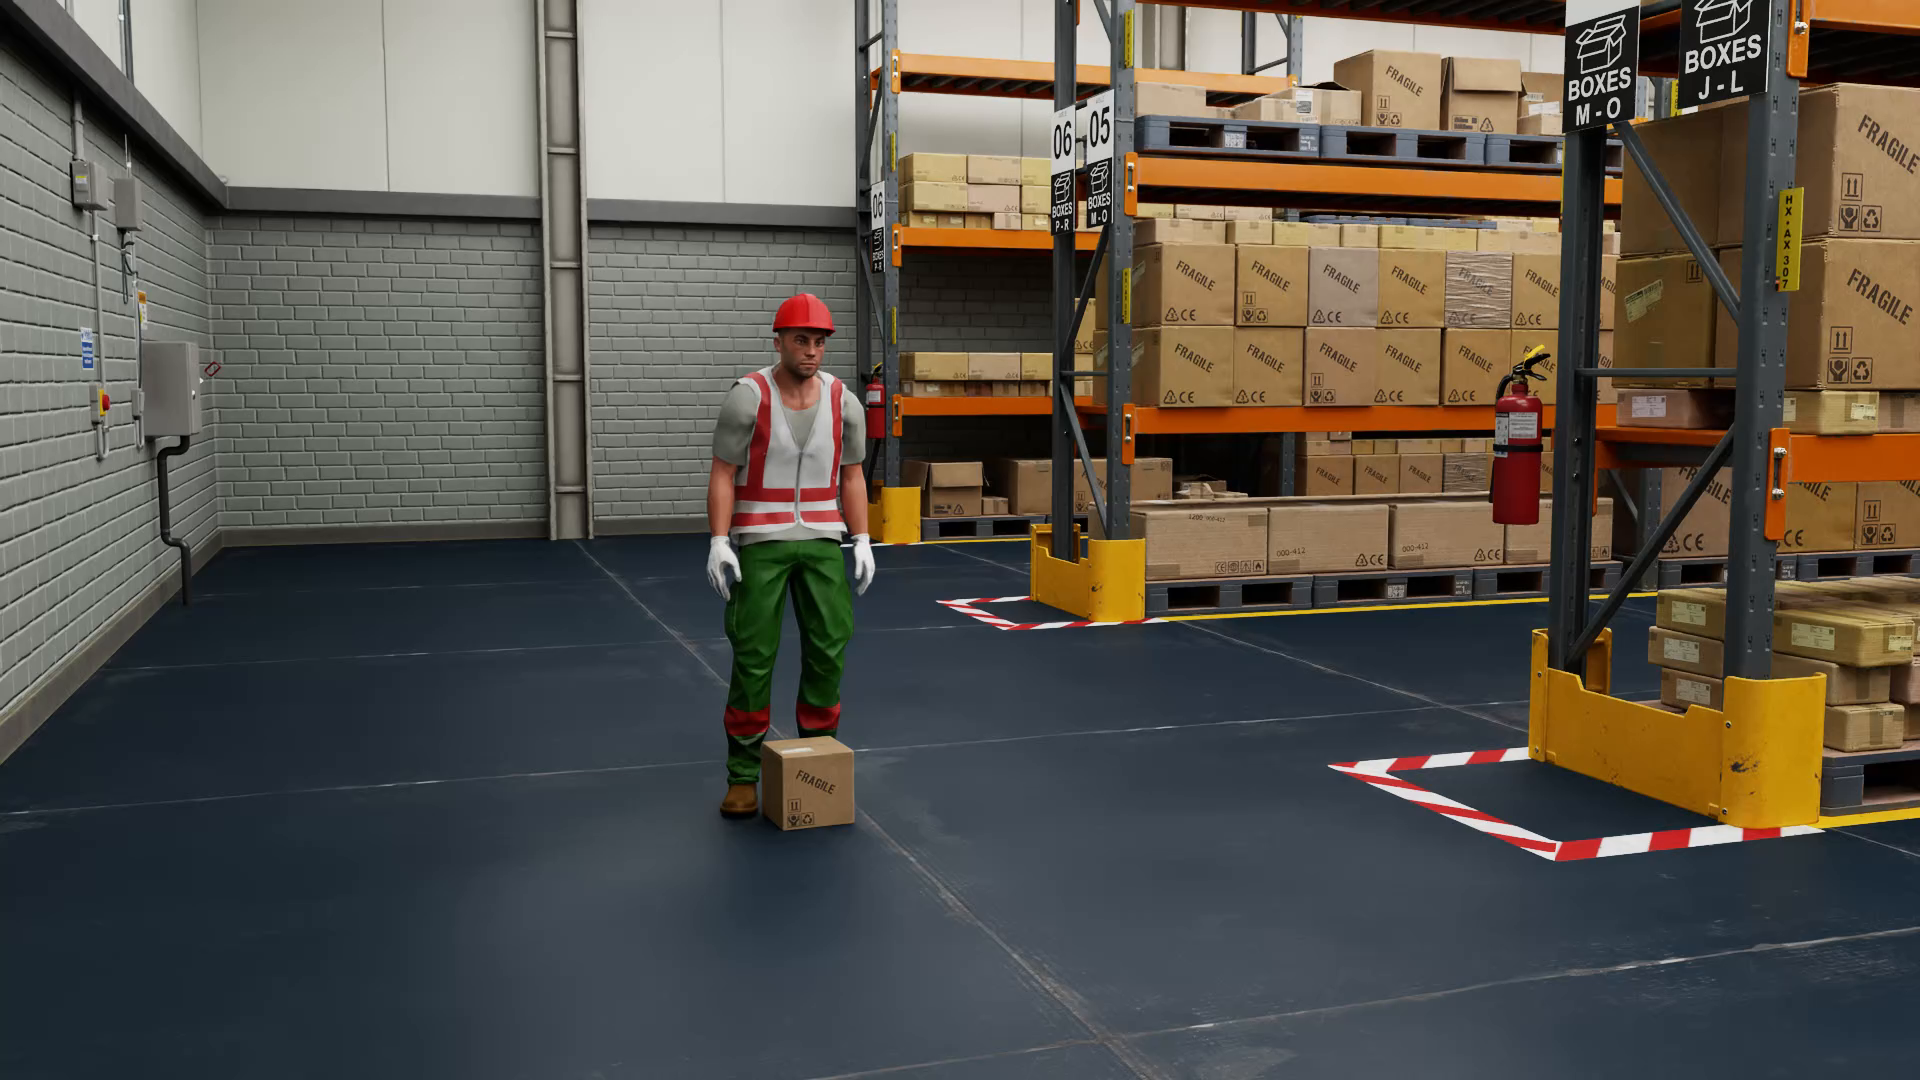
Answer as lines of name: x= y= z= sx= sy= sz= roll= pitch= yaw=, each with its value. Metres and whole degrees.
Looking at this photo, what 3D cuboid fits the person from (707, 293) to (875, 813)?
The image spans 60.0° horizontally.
person: x=-0.583 y=0.042 z=5.781 sx=0.611 sy=1.778 sz=0.451 roll=-2 pitch=6 yaw=-22
